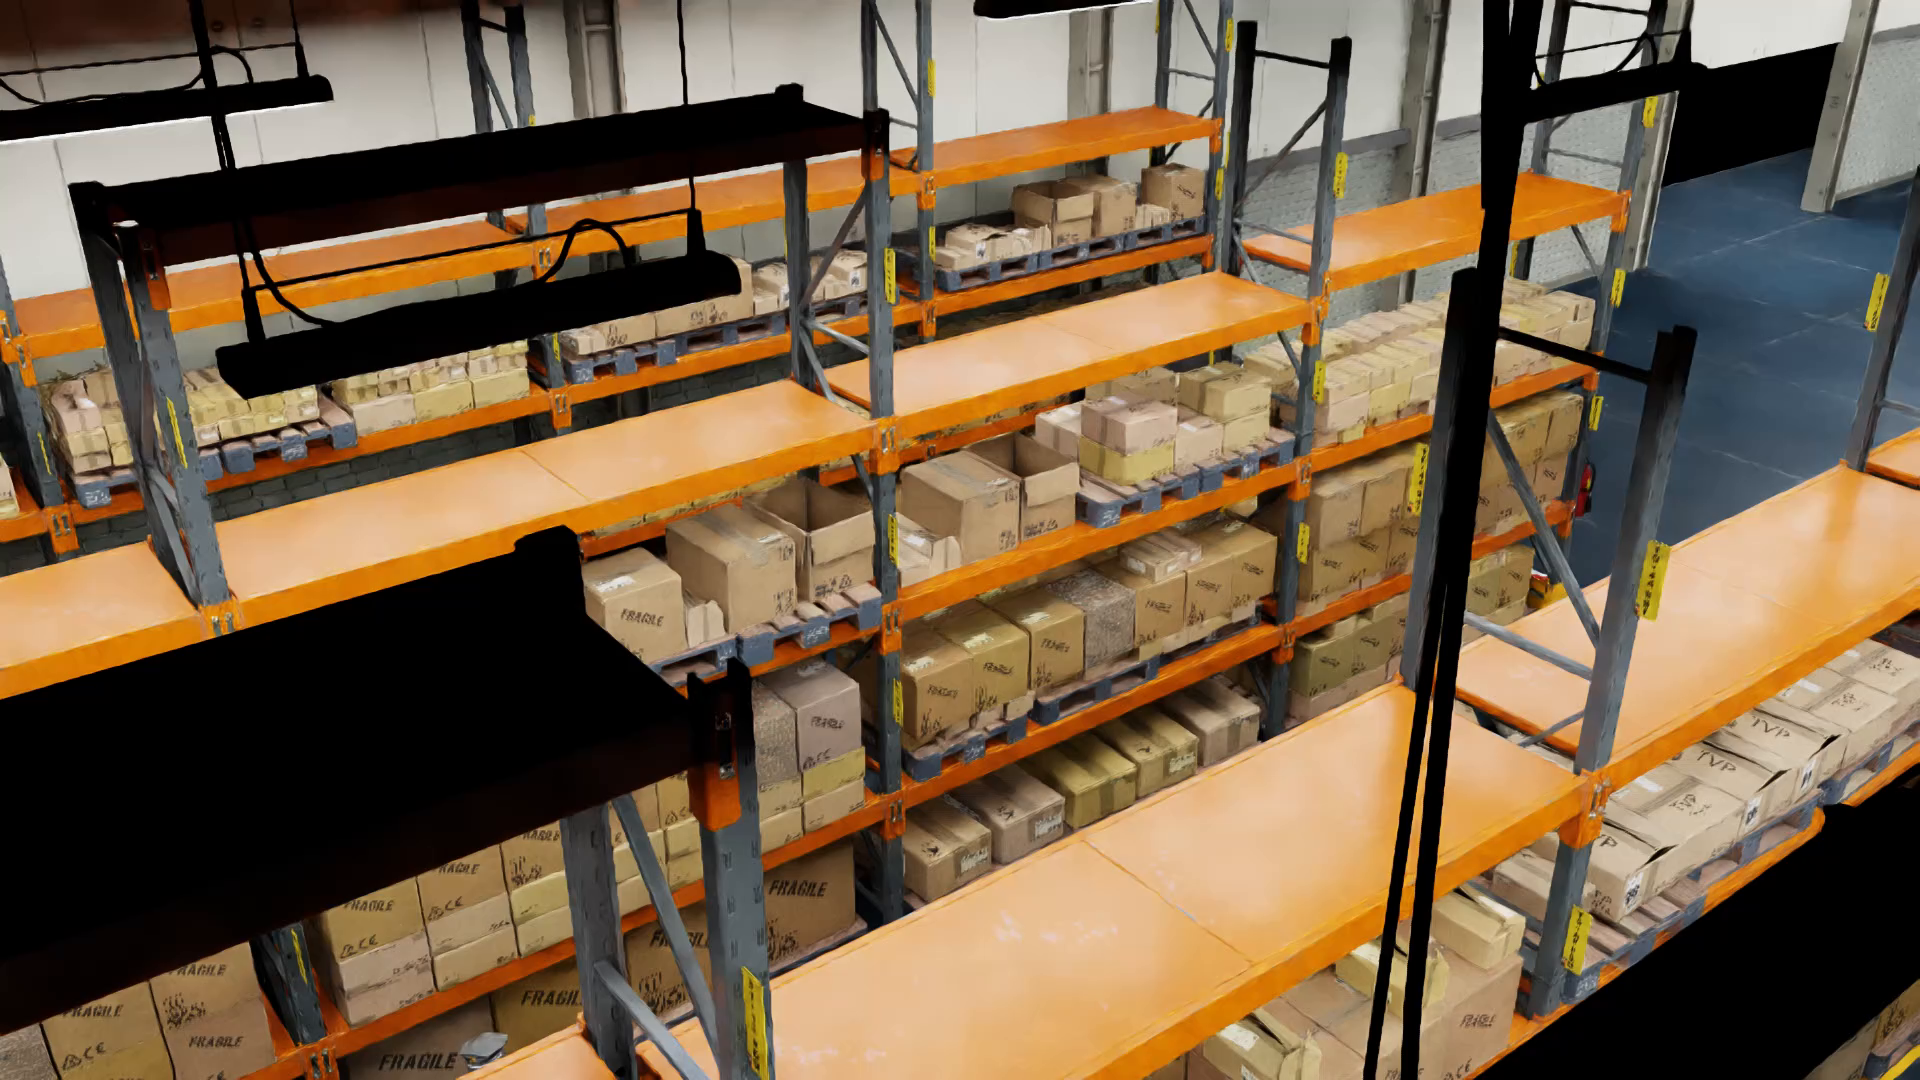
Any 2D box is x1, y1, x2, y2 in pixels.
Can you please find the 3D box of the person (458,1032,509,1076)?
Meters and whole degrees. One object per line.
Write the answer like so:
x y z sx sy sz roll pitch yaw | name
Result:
-2.534 3.418 9.205 0.565 1.669 0.526 -9 27 -17 | person
